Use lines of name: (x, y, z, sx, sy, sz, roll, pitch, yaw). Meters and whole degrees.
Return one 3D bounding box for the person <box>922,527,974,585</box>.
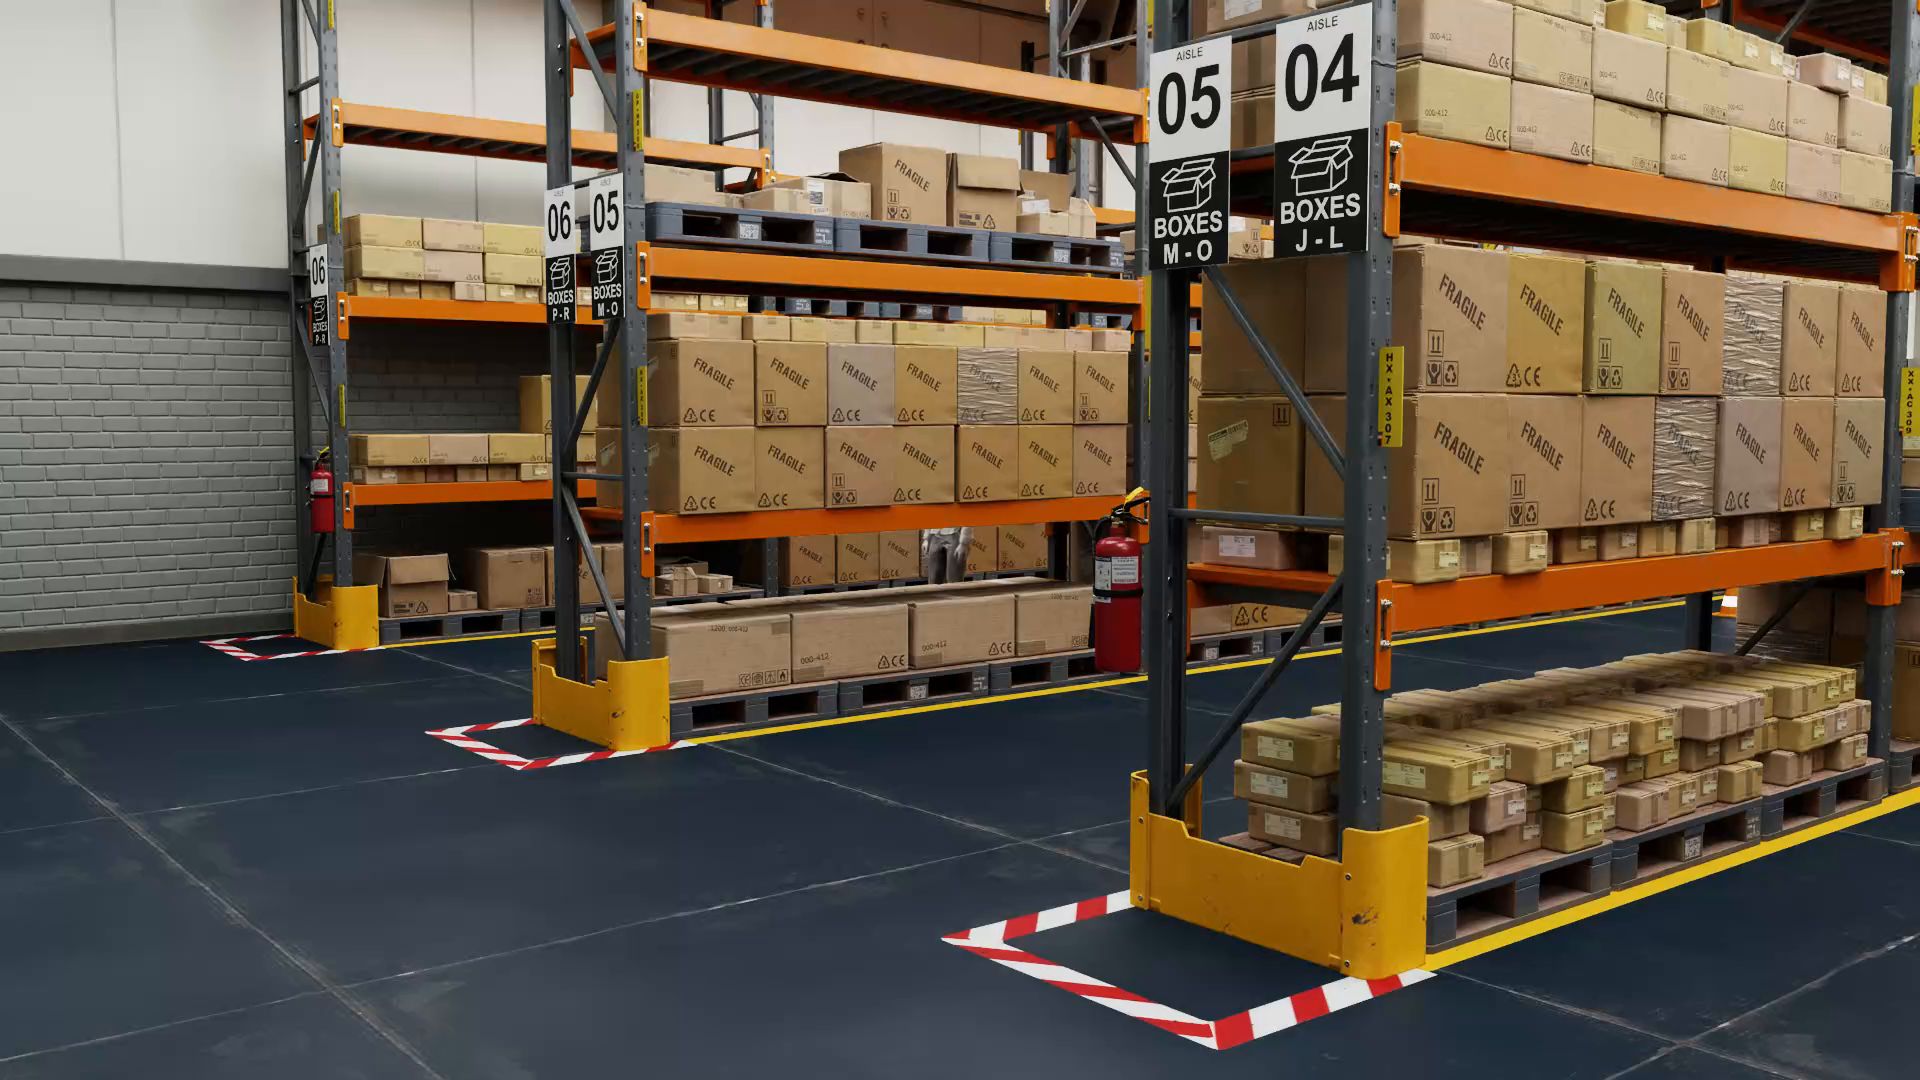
person: (-0.097, 0.031, 13.317, 0.374, 1.664, 0.529, -4, 6, -40)
